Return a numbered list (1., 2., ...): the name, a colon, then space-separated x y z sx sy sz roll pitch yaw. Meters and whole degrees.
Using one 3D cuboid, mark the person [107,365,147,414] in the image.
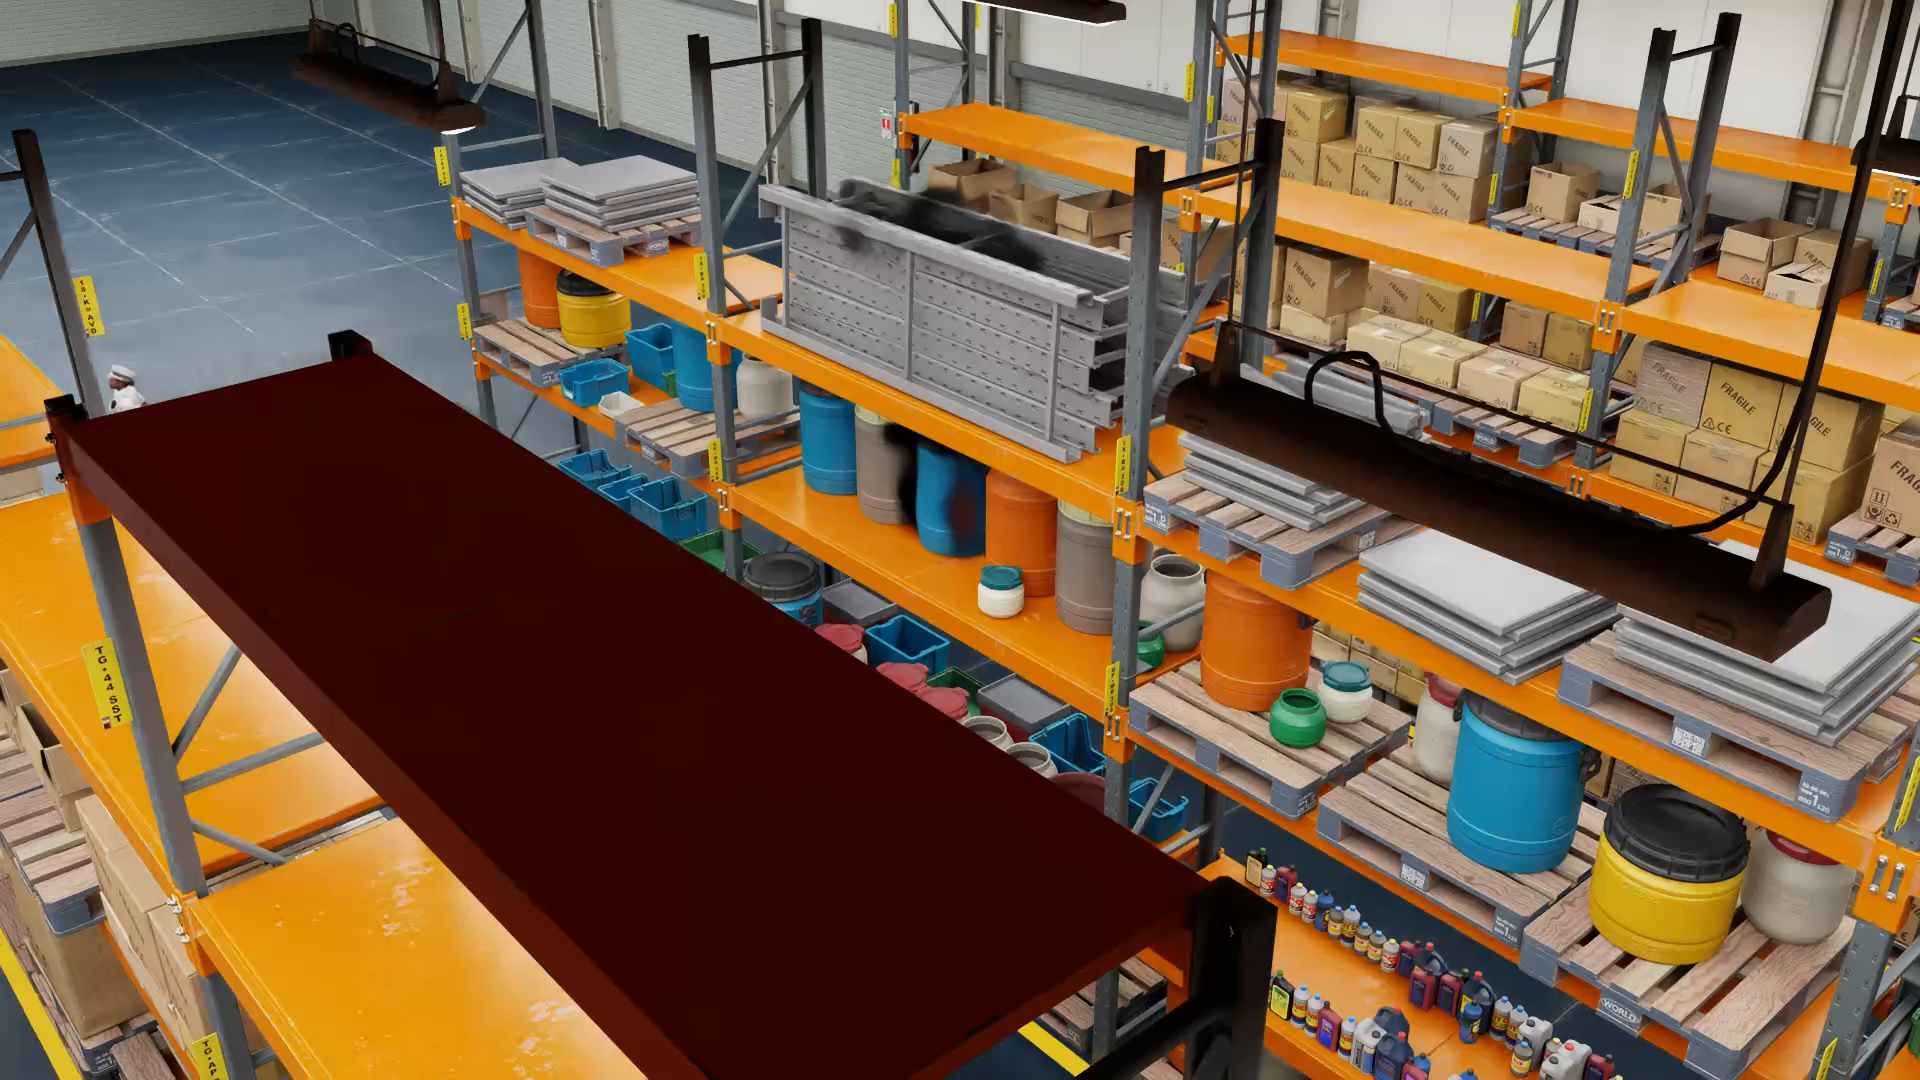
1. person: -8.946 -1.116 17.957 0.558 1.658 0.558 -11 29 -20
